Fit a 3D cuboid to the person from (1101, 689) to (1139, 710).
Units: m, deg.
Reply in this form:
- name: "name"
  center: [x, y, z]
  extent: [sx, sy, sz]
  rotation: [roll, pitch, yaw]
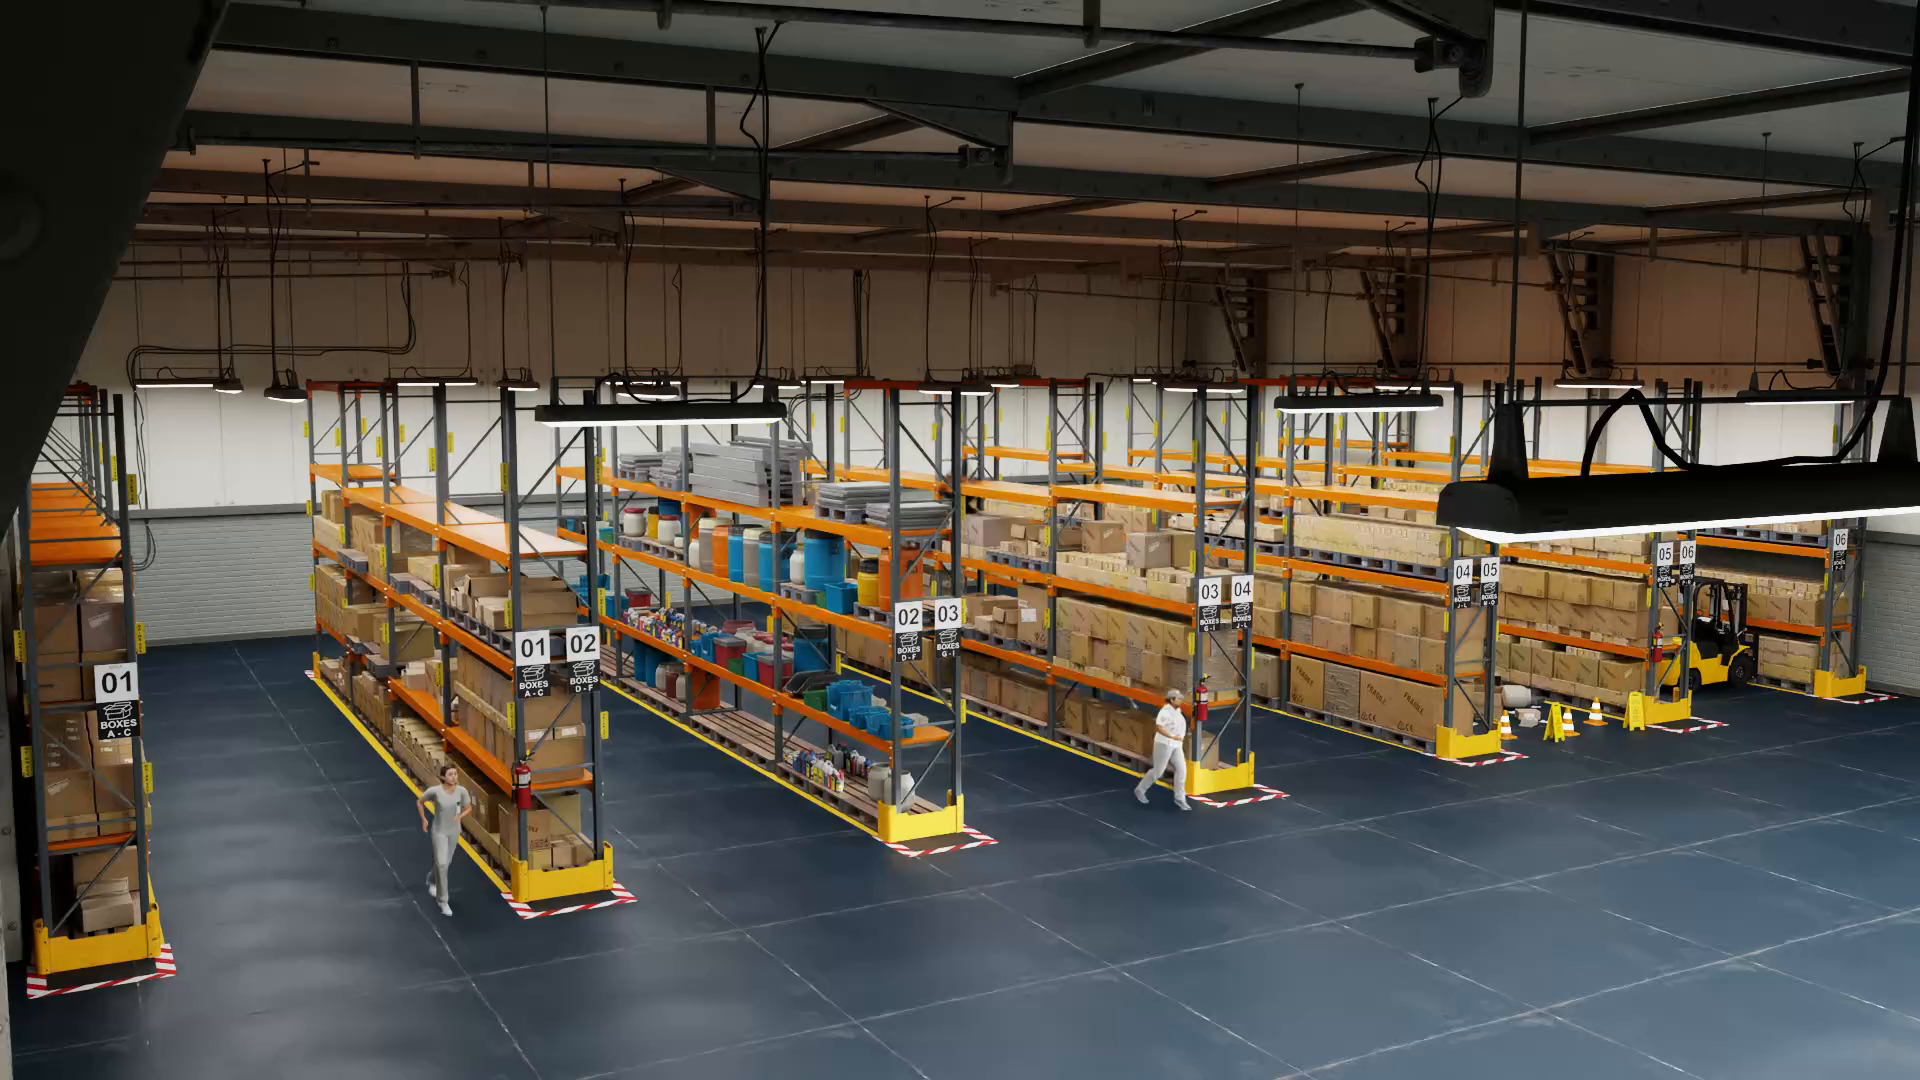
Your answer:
- name: "person"
  center: [2.986, 2.191, 30.715]
  extent: [0.550, 1.779, 0.949]
  rotation: [-4, 8, -36]

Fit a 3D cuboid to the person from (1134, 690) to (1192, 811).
- name: "person"
  center: [2.997, 2.982, 23.832]
  extent: [0.841, 1.694, 0.693]
  rotation: [5, 8, 38]

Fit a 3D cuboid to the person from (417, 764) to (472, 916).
- name: "person"
  center: [-6.007, 3.449, 19.457]
  extent: [0.574, 1.703, 0.881]
  rotation: [-5, 8, -38]
